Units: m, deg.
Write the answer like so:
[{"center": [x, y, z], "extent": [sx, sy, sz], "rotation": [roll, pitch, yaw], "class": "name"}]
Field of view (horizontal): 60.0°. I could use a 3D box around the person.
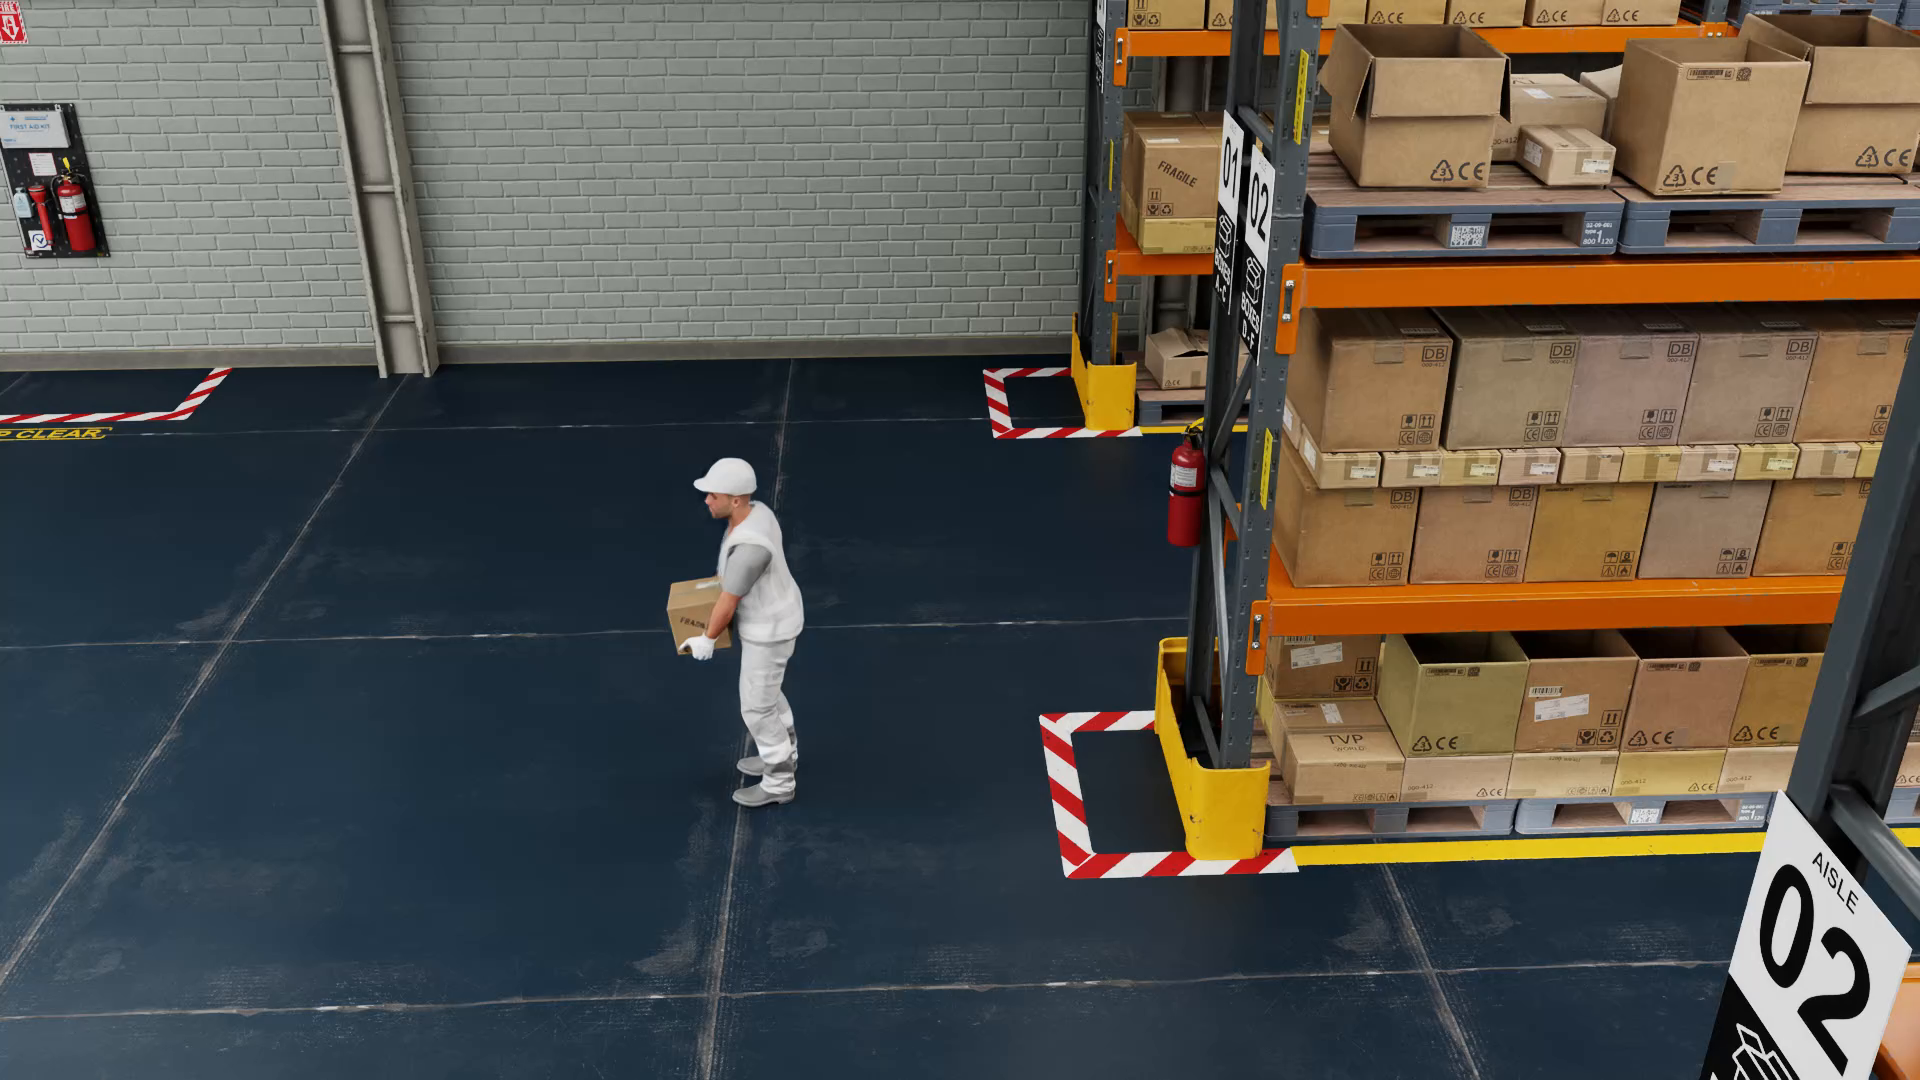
[{"center": [-1.018, 0.428, 7.783], "extent": [0.573, 1.770, 0.493], "rotation": [-2, 27, -4], "class": "person"}]
